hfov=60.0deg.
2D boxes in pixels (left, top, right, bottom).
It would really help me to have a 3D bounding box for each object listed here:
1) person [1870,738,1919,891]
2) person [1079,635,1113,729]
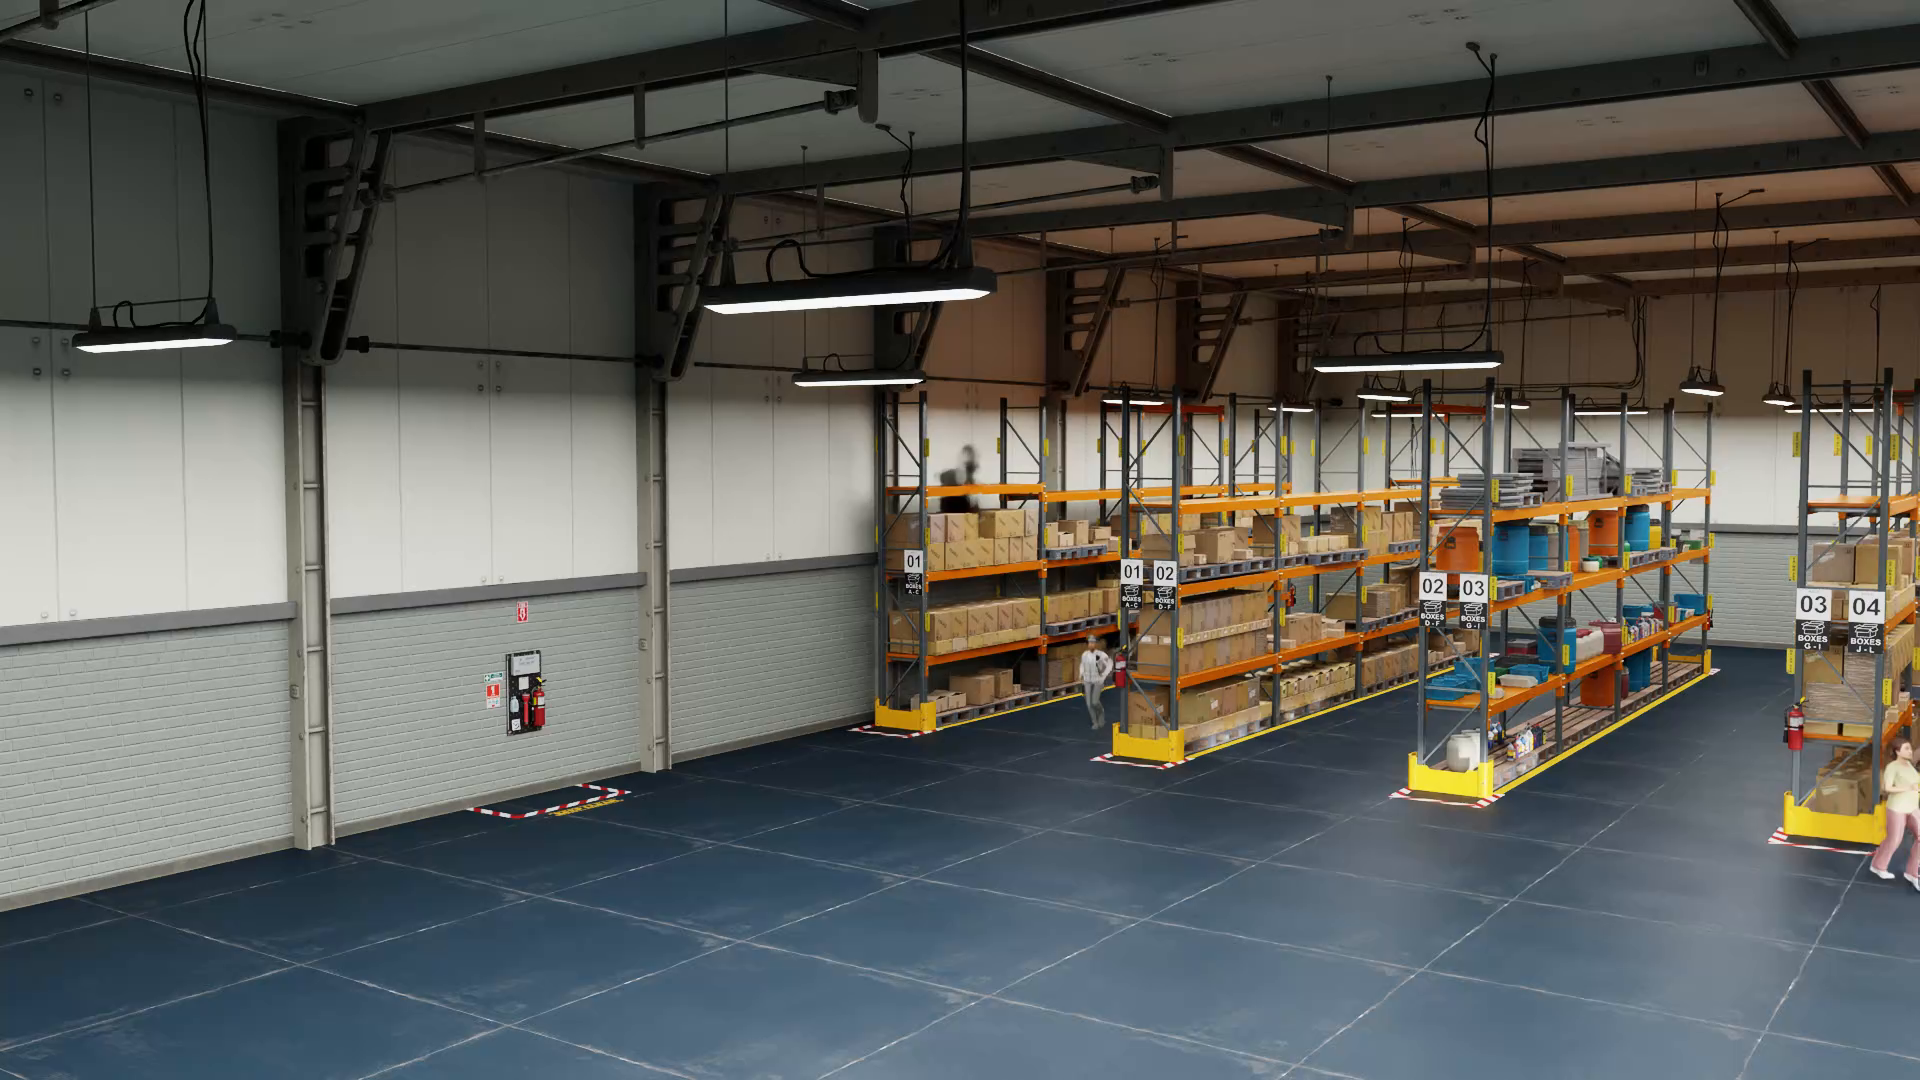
[{"bbox_3d":[10.719,3.121,18.951,0.559,1.696,0.698,-1,3,-19],"label":"person"},{"bbox_3d":[2.297,2.462,28.738,0.589,1.653,0.528,2,4,27],"label":"person"}]
